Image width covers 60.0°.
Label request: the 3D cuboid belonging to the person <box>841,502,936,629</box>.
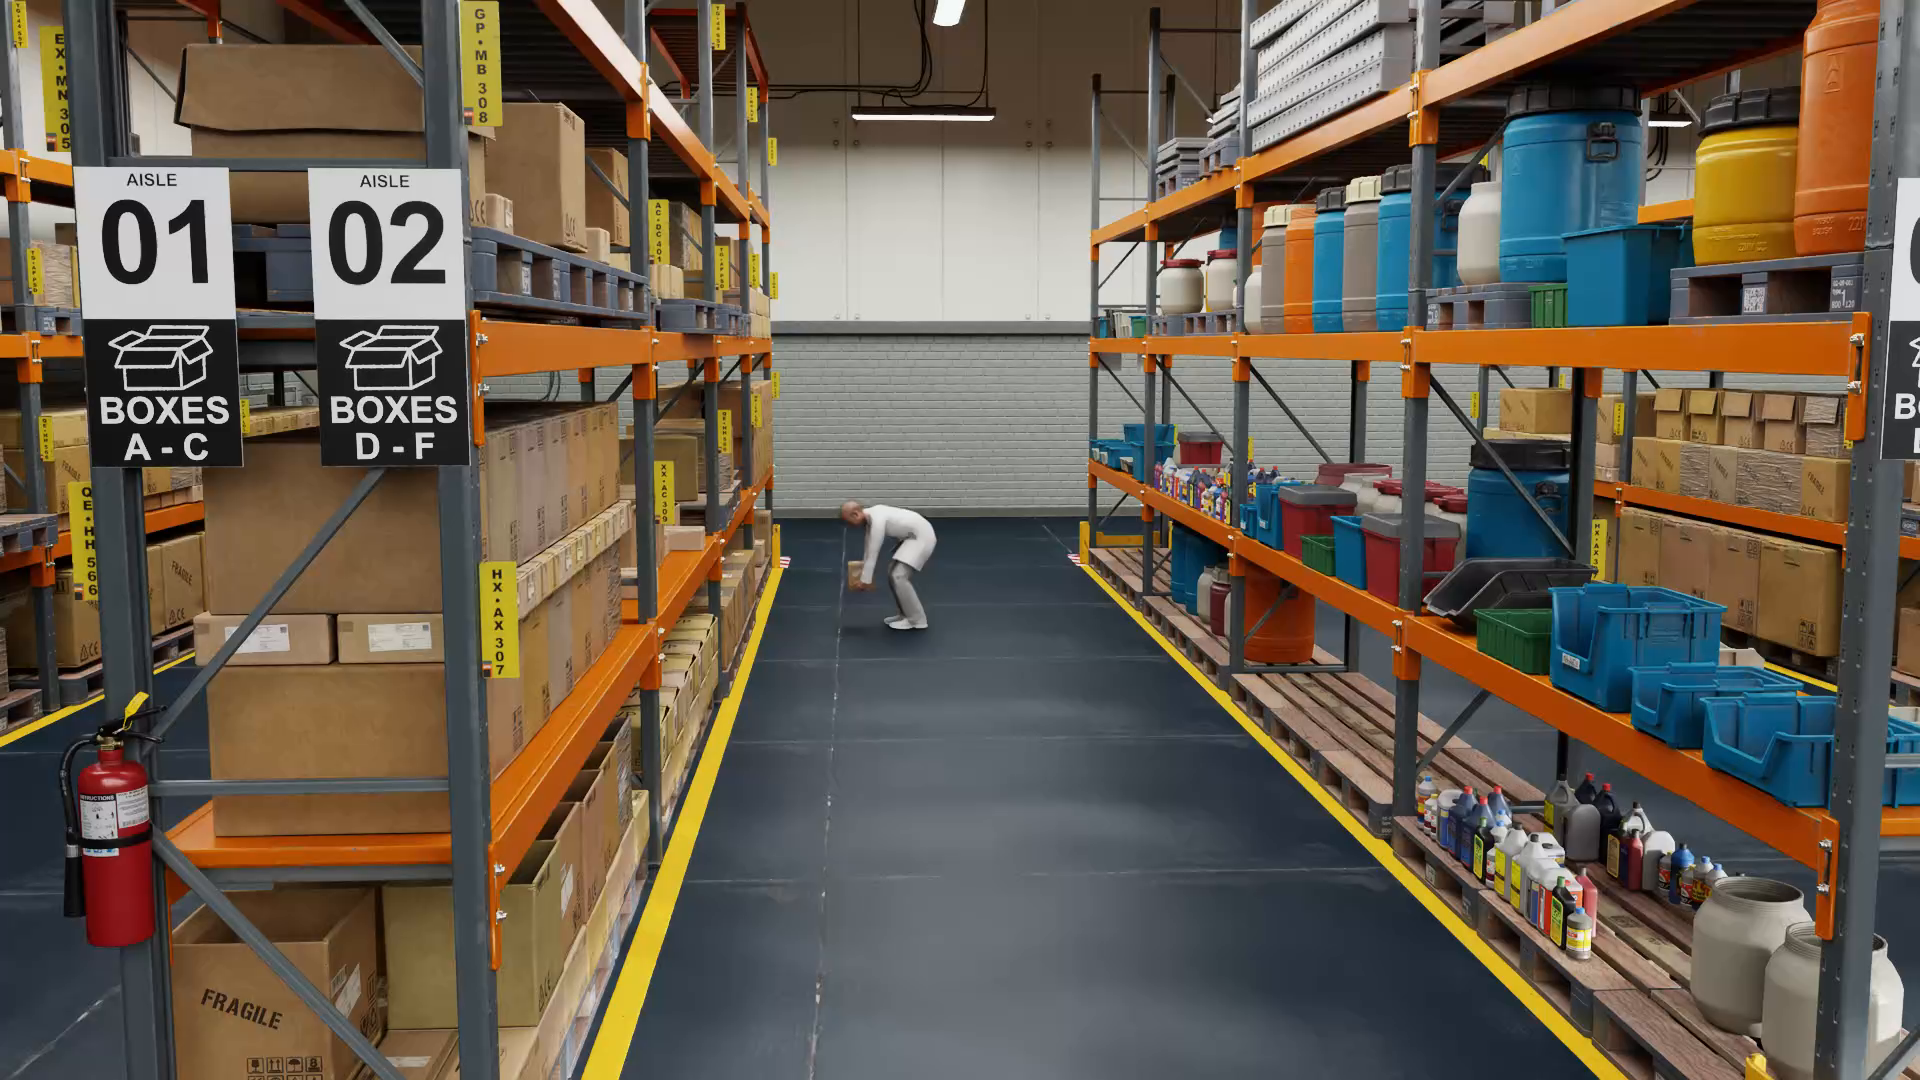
[{"bbox_3d":[-0.690,0.236,16.126,0.922,1.233,0.572,-1,7,-6],"label":"person"}]
